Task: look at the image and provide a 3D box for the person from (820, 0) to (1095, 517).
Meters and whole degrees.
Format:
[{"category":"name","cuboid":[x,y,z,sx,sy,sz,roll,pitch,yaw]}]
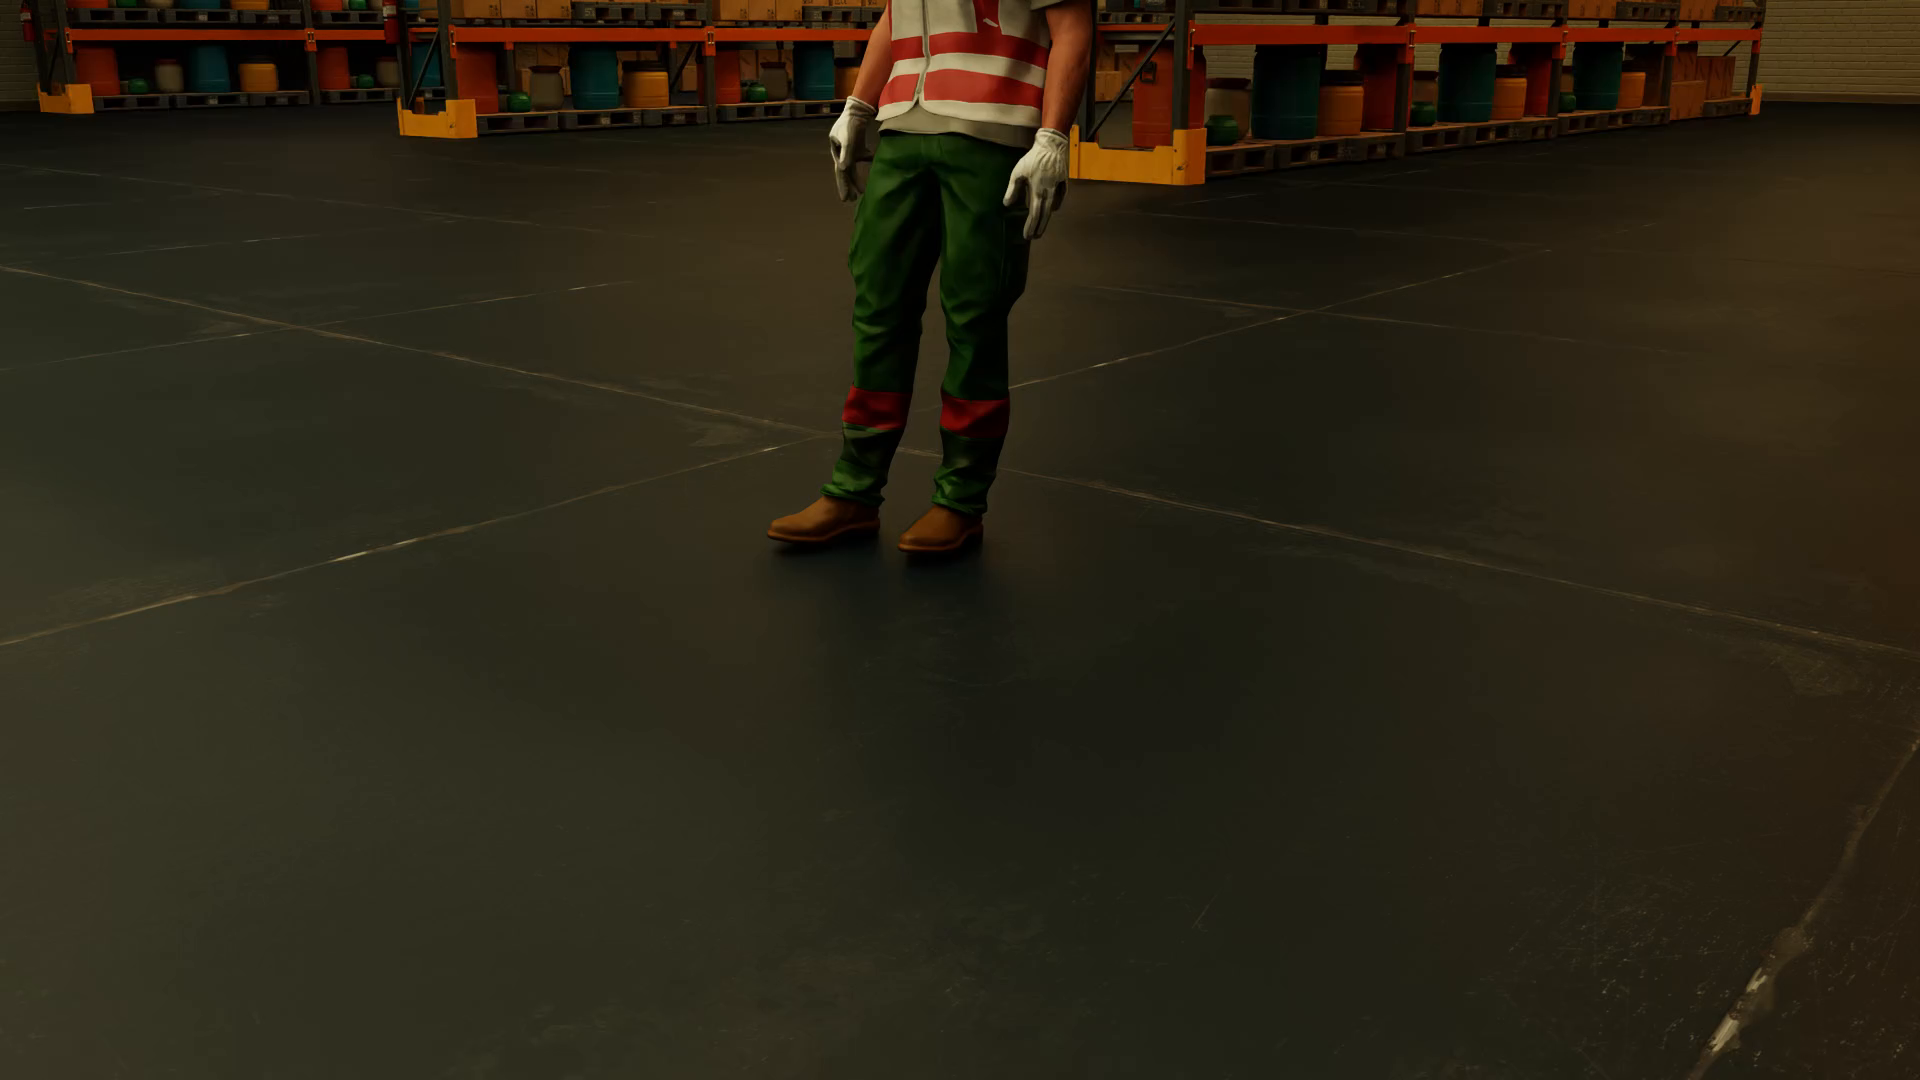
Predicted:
[{"category":"person","cuboid":[-0.016,-0.865,3.680,0.637,1.687,0.424,13,21,37]}]
